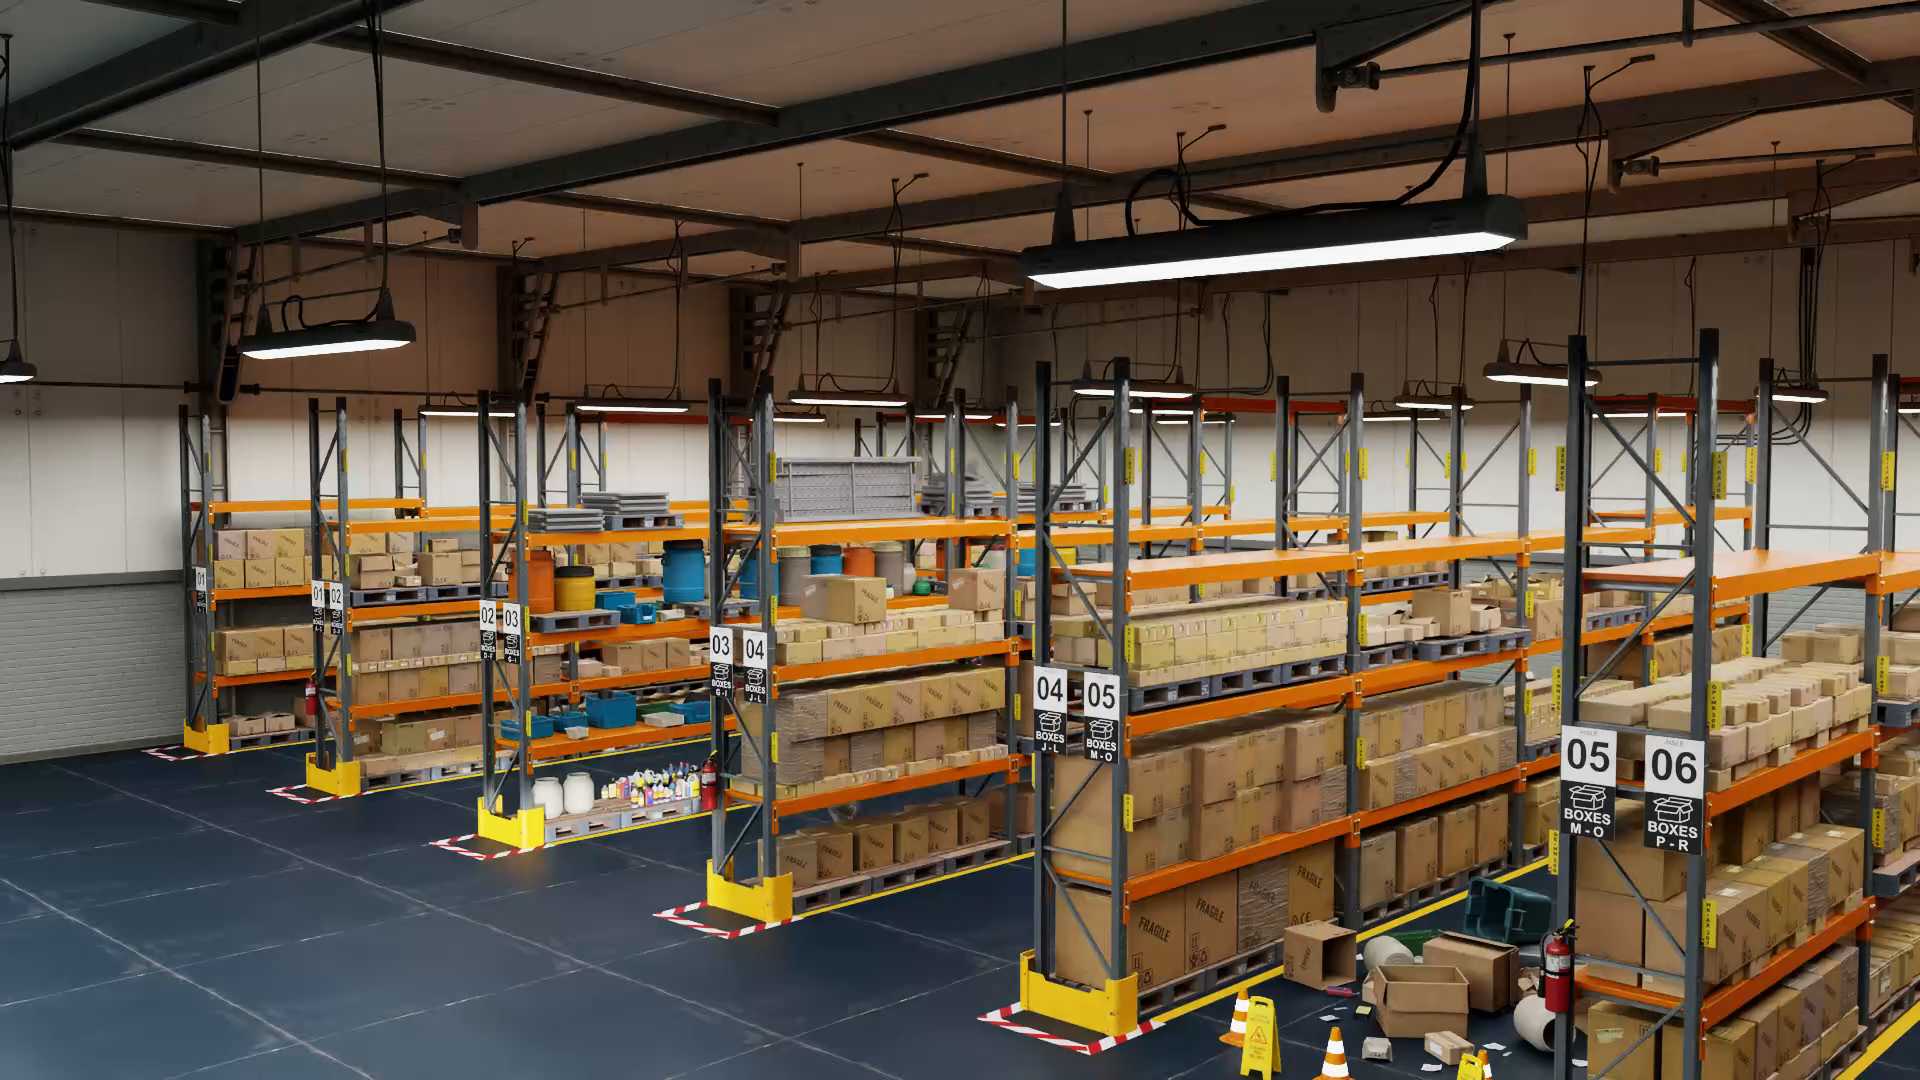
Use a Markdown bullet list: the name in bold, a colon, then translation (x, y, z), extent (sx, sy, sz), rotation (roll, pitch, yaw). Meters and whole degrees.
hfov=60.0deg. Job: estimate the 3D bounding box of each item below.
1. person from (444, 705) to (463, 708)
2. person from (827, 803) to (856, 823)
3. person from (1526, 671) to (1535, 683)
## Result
- **person**: translation (-8.681, 2.806, 28.583), extent (0.580, 1.738, 0.850), rotation (2, 4, 39)
- **person**: translation (-1.666, 3.171, 22.391), extent (0.558, 1.631, 0.555), rotation (2, 4, 37)
- **person**: translation (8.828, 2.930, 25.715), extent (0.852, 1.816, 0.670), rotation (-3, 4, -42)
